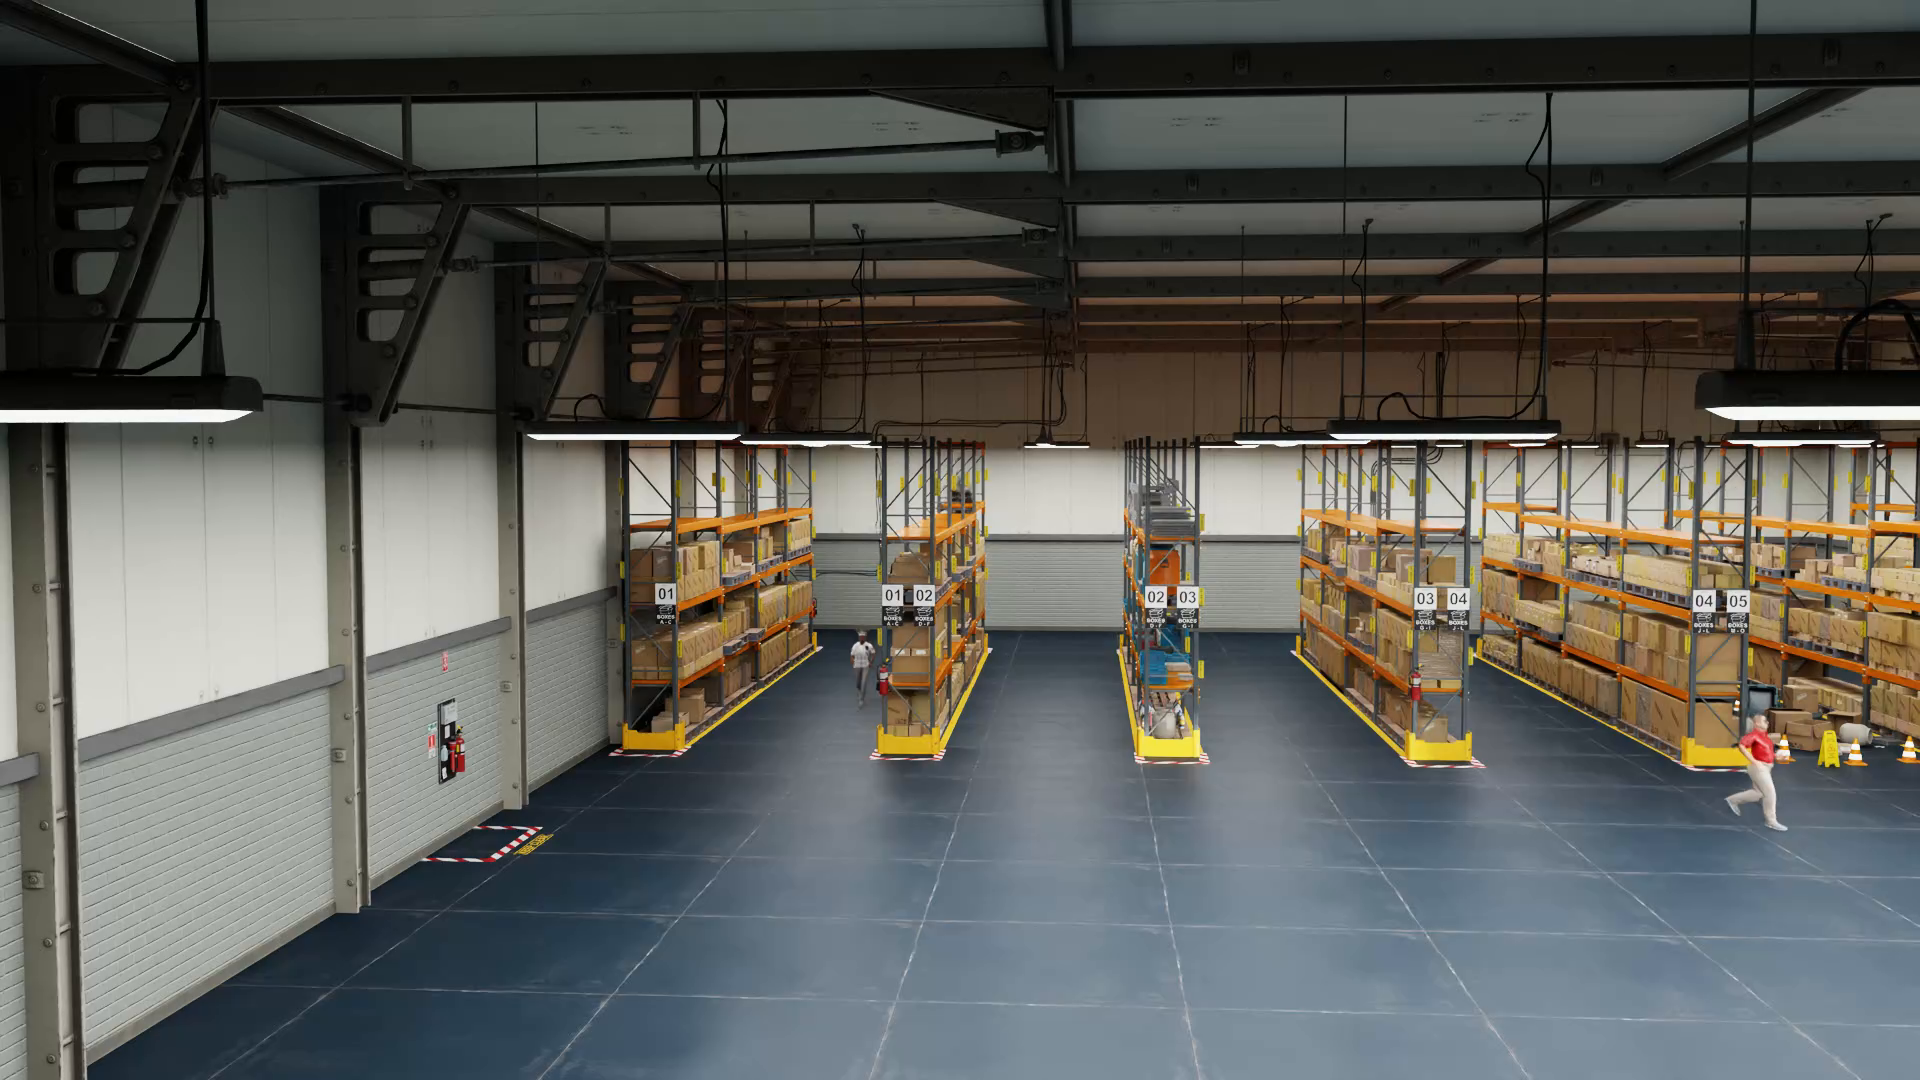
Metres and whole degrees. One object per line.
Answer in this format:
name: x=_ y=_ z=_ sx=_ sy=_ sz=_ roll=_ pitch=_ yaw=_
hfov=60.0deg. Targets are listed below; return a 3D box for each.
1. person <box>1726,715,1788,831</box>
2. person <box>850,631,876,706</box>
person: x=12.170 y=3.522 z=25.341 sx=0.860 sy=1.731 sz=0.663 roll=2 pitch=4 yaw=37
person: x=-2.203 y=2.888 z=37.703 sx=0.588 sy=1.685 sz=0.768 roll=0 pitch=3 yaw=4
